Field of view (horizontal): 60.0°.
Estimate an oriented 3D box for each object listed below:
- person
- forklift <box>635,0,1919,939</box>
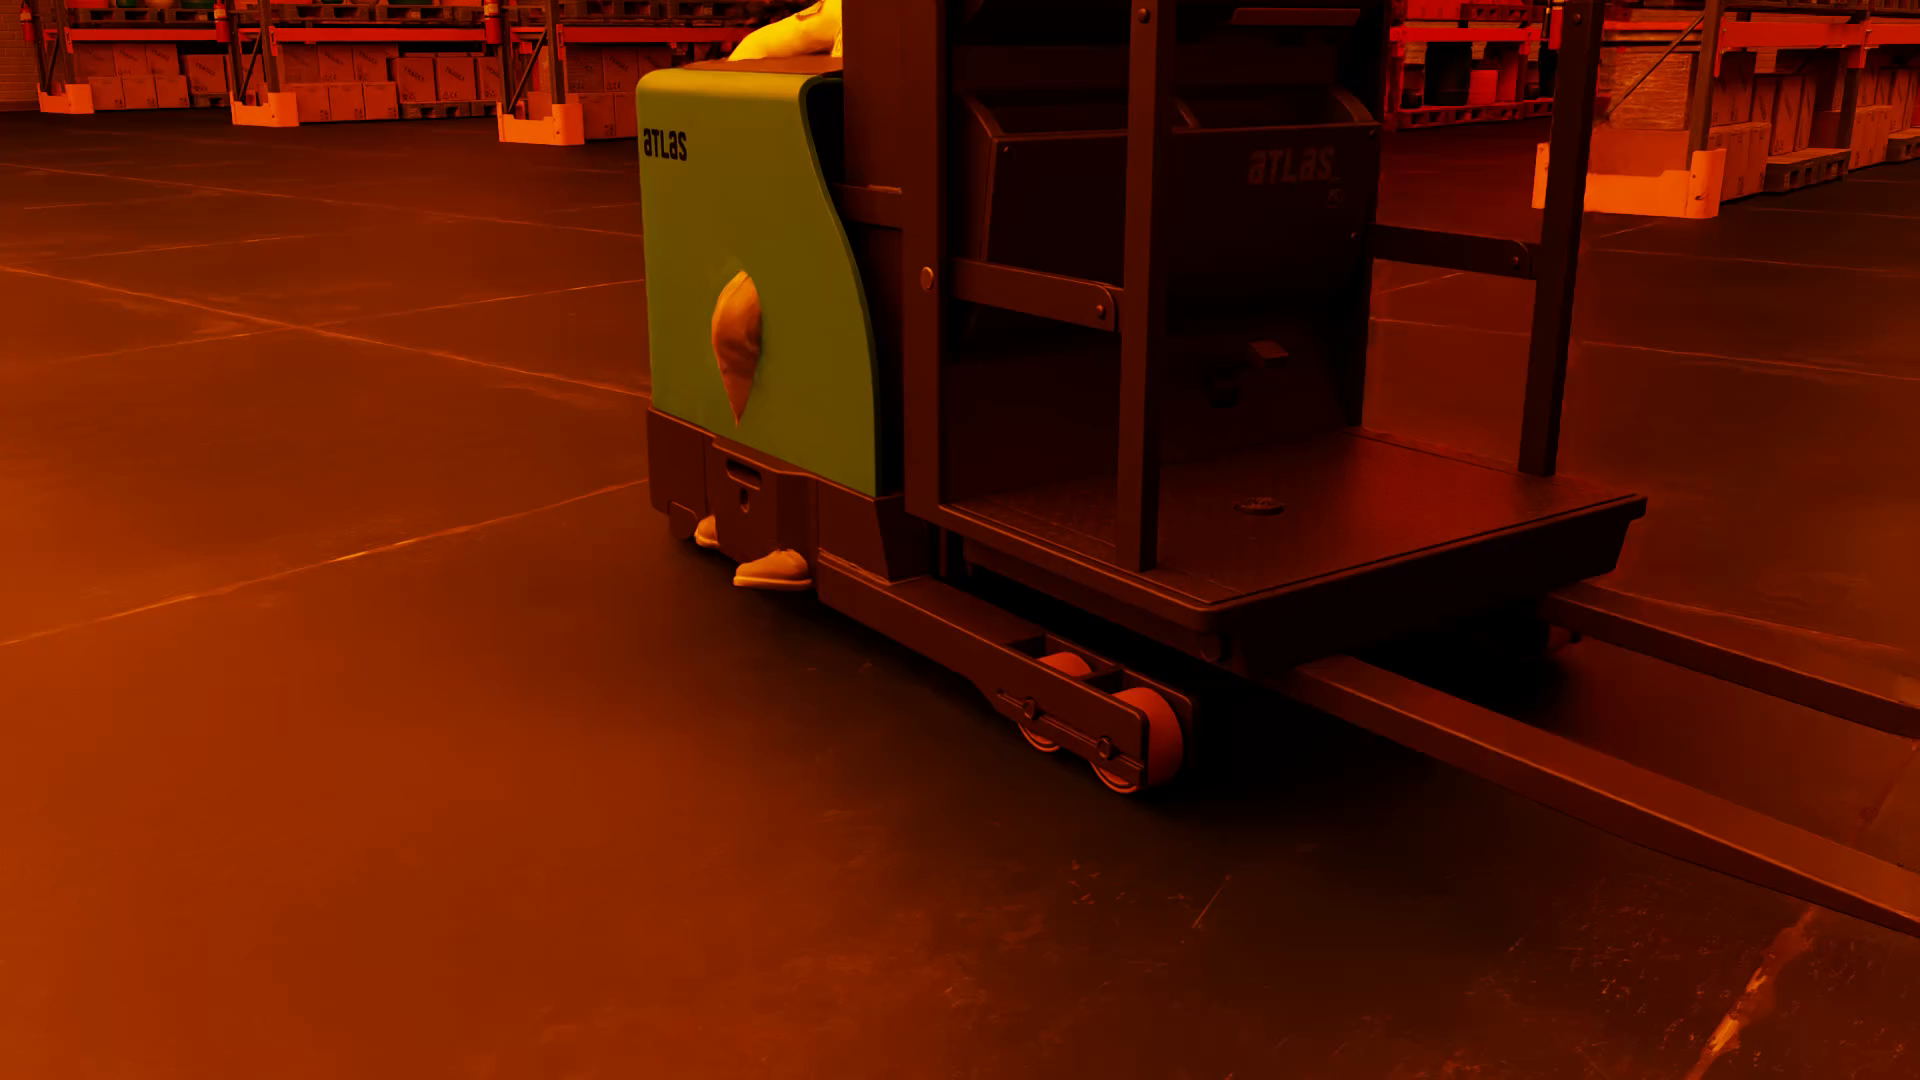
[{"bbox_3d":[-0.250,-0.674,3.434,0.918,1.451,0.814,7,18,23],"label":"person"},{"bbox_3d":[0.520,-1.161,2.722,1.130,2.935,3.031,-12,20,-34],"label":"forklift"}]
